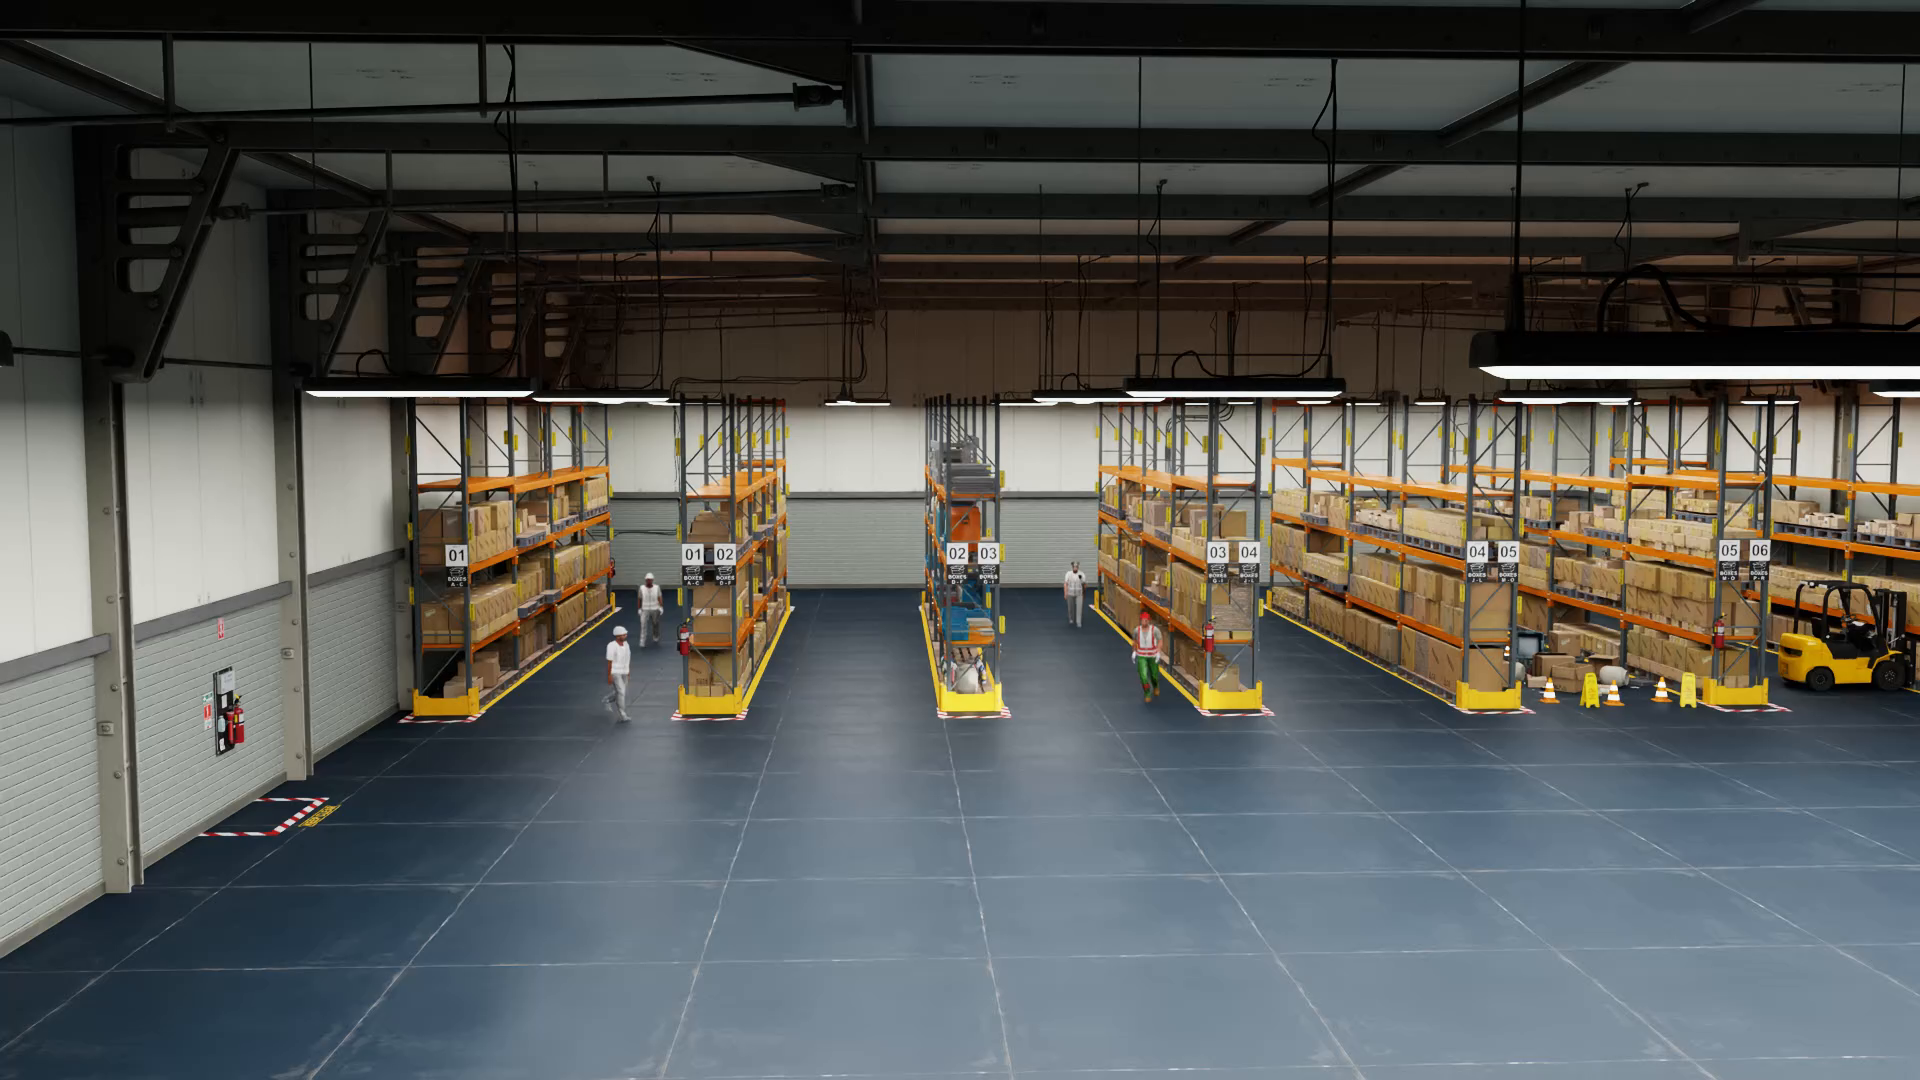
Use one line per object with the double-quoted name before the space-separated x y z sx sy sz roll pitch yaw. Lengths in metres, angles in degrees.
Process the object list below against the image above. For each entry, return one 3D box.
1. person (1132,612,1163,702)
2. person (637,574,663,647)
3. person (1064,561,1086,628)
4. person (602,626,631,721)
"person" 3.684 2.271 32.658 0.606 1.757 0.740 1 5 13
"person" -7.469 1.665 40.077 0.631 1.711 1.079 0 5 -4
"person" 3.020 1.400 43.583 0.588 1.701 1.077 0 5 1
"person" -6.330 2.435 30.629 0.931 1.732 0.575 3 6 35
